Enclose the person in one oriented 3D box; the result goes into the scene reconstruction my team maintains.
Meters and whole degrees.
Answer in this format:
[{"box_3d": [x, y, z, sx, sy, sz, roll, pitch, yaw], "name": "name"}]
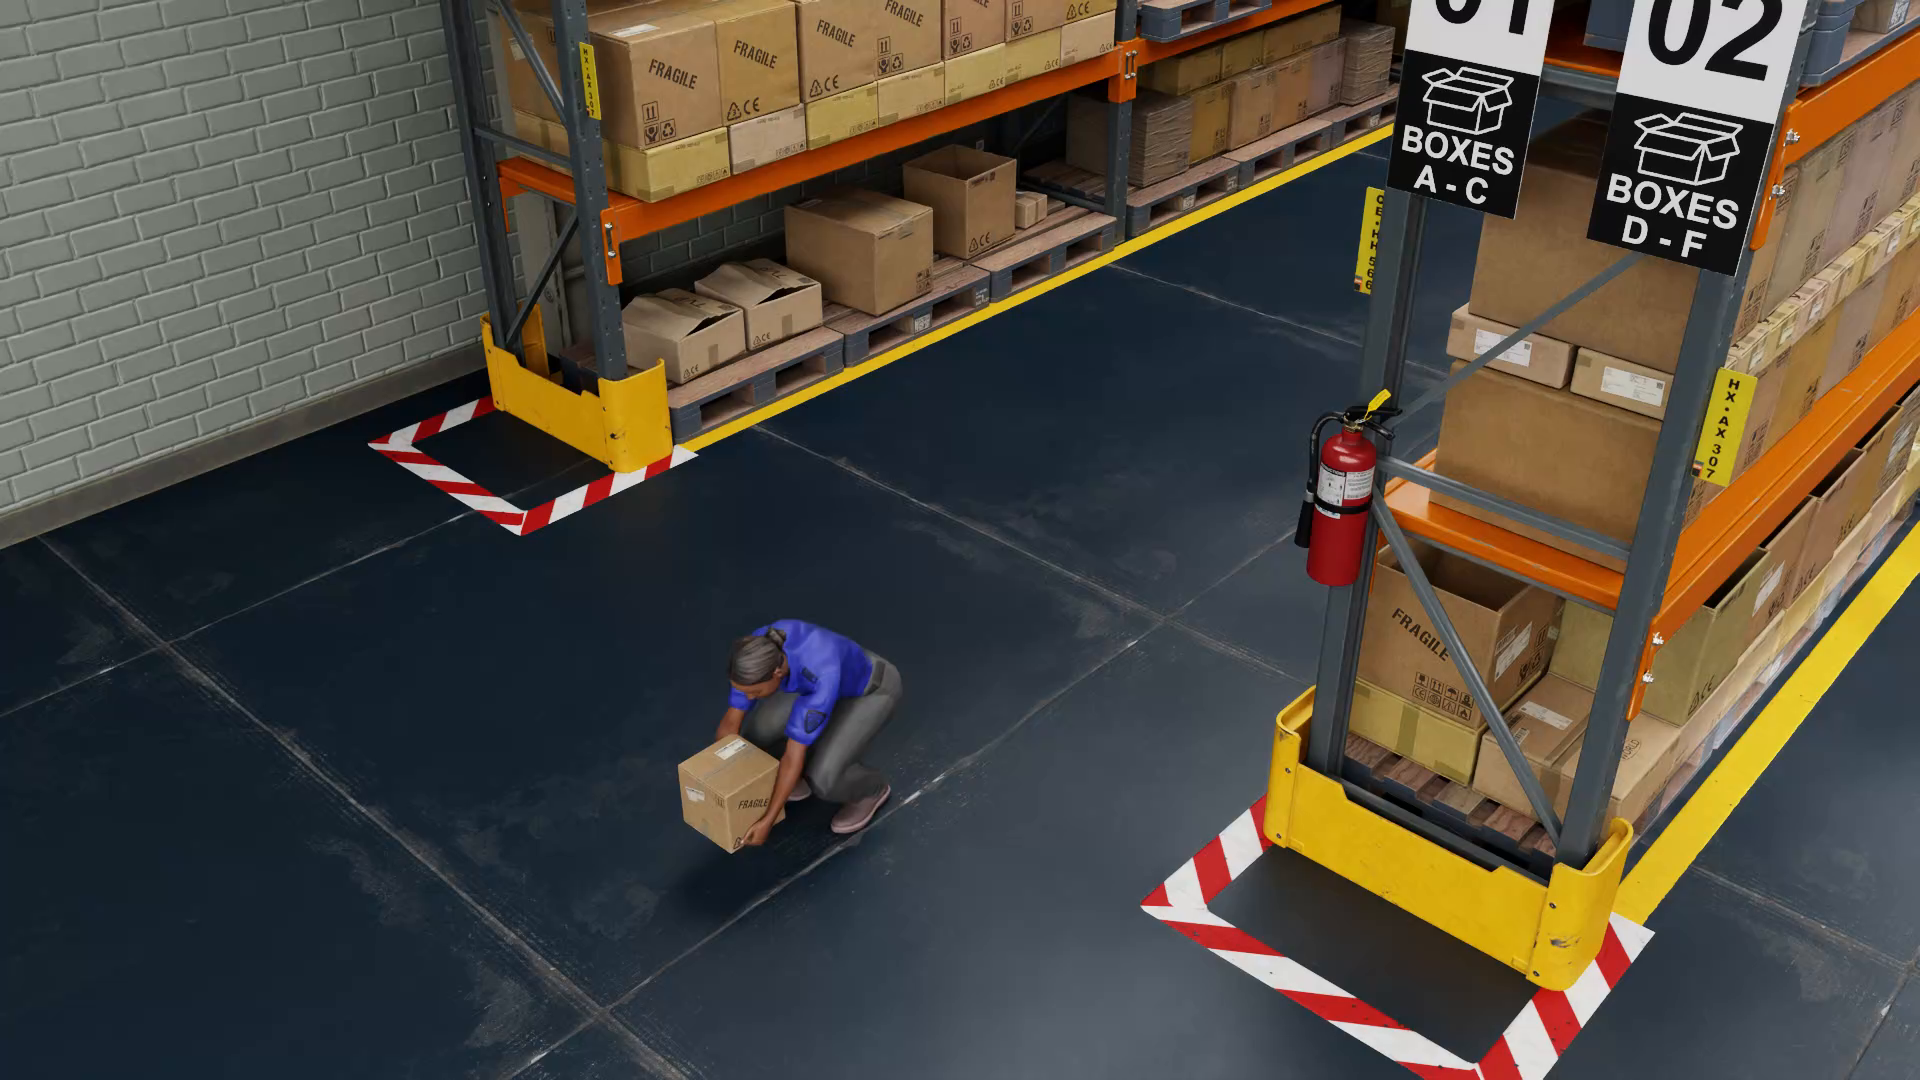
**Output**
[{"box_3d": [-0.555, 0.617, 5.827, 0.460, 0.948, 0.841, 24, 39, 34], "name": "person"}]
